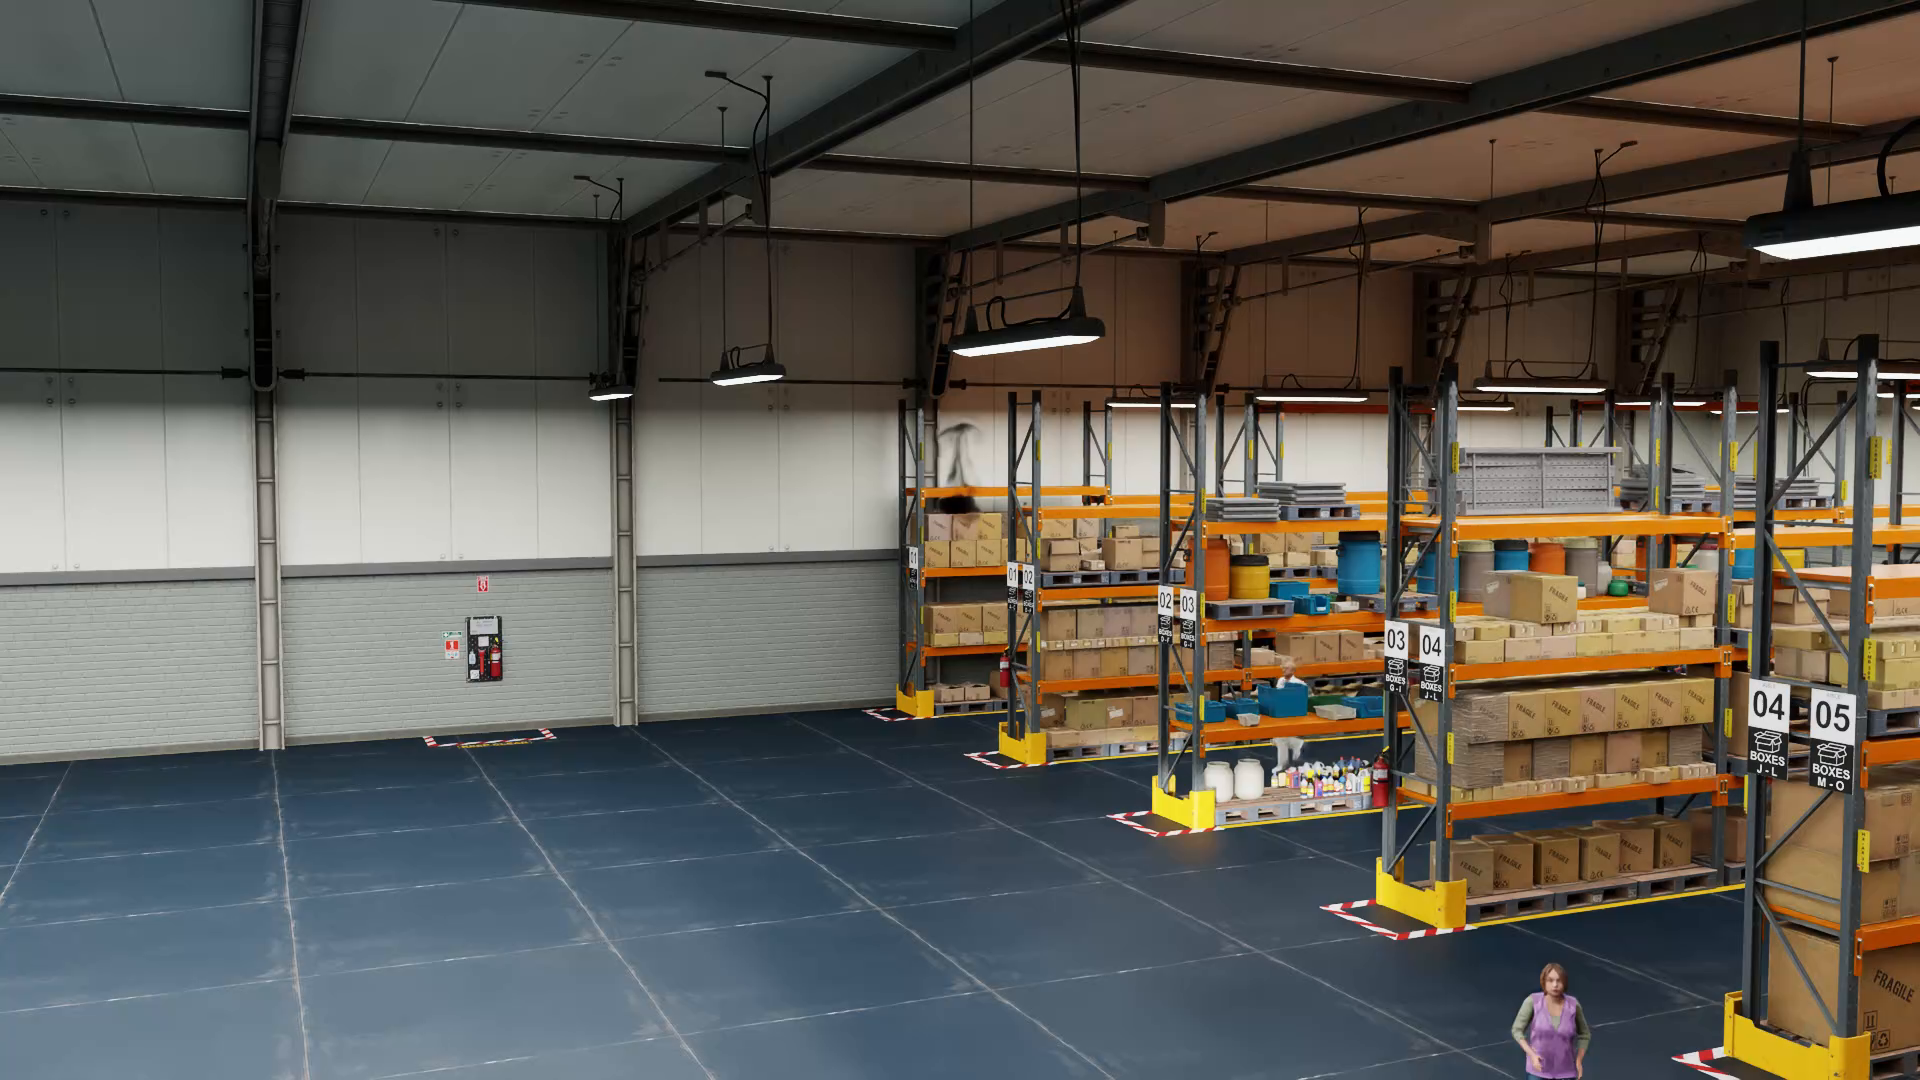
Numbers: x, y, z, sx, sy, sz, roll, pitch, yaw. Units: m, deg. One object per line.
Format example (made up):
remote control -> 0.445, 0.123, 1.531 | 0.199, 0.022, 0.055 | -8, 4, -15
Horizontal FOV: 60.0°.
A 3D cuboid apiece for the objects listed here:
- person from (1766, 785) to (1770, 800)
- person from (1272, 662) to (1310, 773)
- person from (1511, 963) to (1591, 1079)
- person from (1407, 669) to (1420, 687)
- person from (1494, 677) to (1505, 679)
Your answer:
person -> 11.656, 2.882, 23.848 | 0.980, 1.812, 0.673 | -1, 4, -23
person -> 5.183, 2.777, 26.109 | 0.715, 1.743, 0.710 | -2, 4, -31
person -> 4.120, 3.699, 11.596 | 0.530, 1.550, 0.587 | 1, 3, 13
person -> 8.799, 2.443, 32.263 | 0.898, 1.643, 0.588 | -2, 4, -28
person -> 8.660, 2.653, 27.539 | 0.888, 1.825, 0.626 | -3, 4, -37
